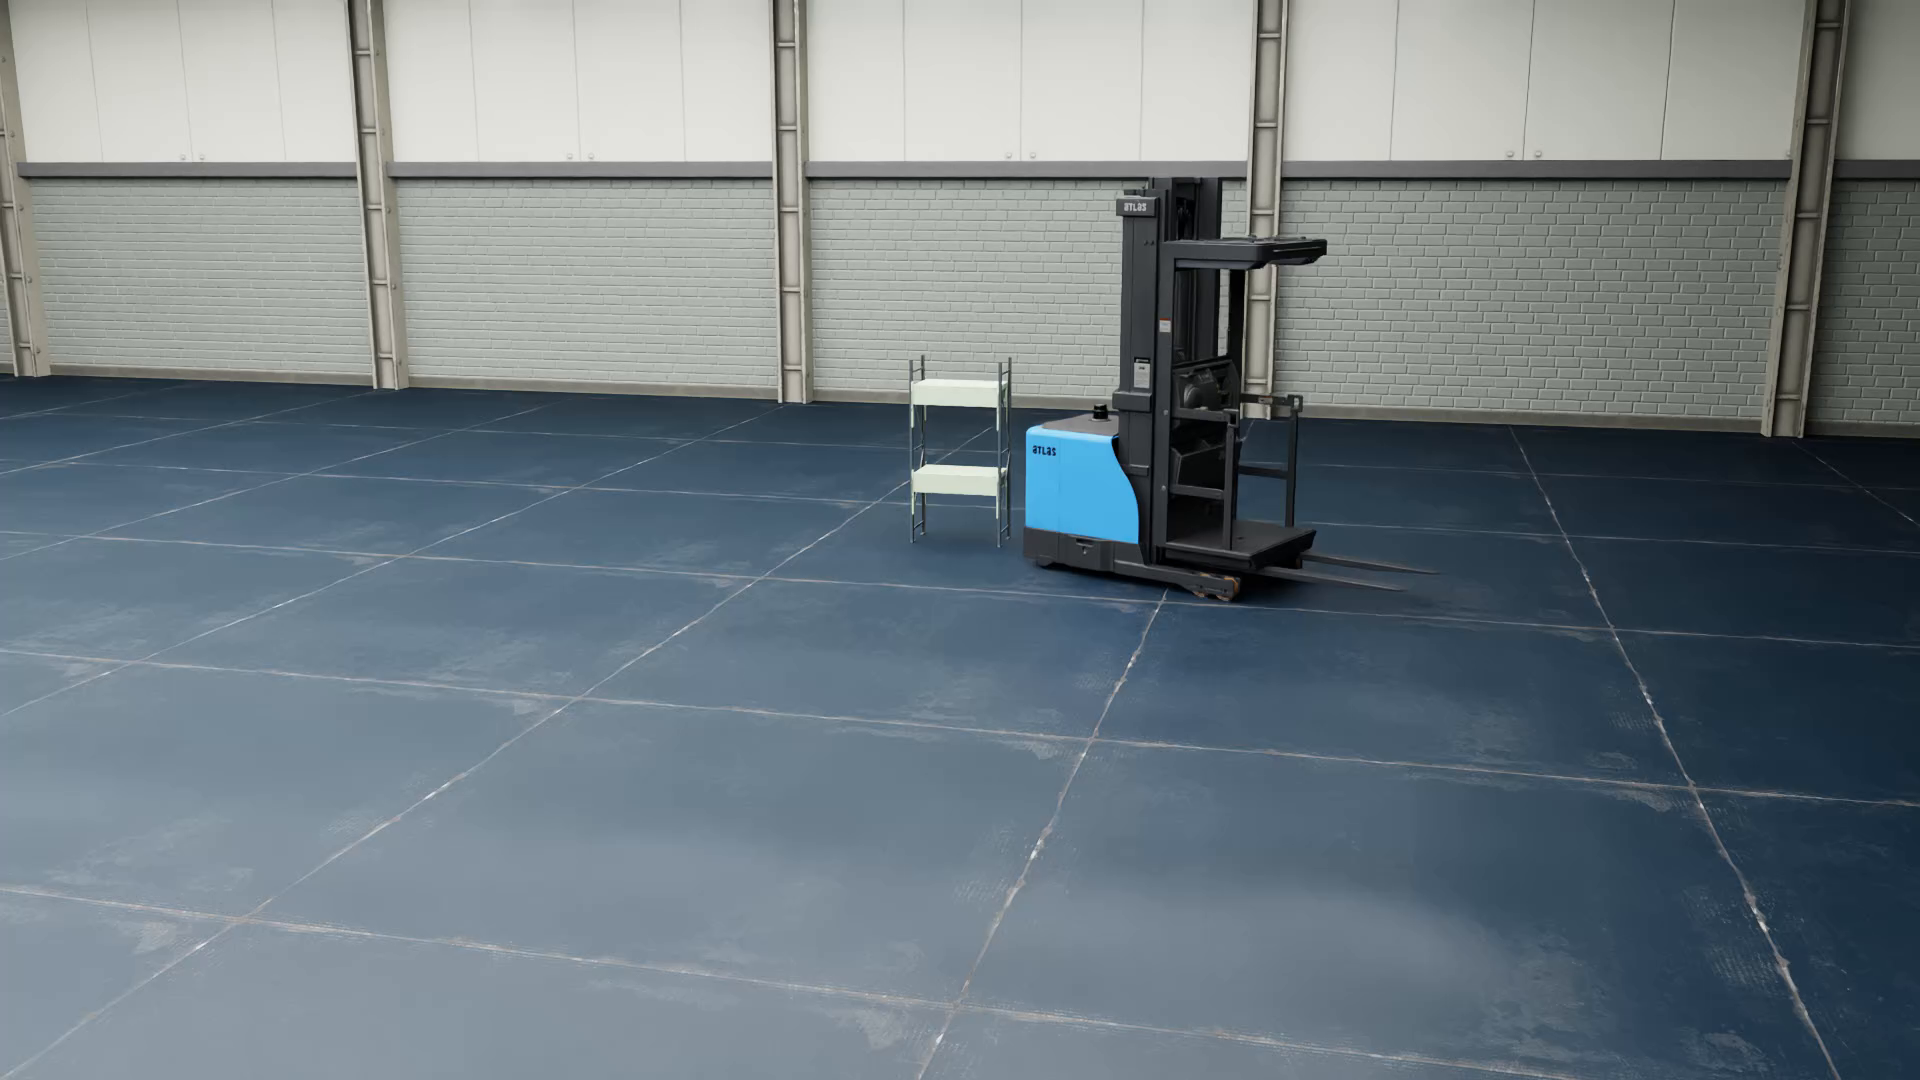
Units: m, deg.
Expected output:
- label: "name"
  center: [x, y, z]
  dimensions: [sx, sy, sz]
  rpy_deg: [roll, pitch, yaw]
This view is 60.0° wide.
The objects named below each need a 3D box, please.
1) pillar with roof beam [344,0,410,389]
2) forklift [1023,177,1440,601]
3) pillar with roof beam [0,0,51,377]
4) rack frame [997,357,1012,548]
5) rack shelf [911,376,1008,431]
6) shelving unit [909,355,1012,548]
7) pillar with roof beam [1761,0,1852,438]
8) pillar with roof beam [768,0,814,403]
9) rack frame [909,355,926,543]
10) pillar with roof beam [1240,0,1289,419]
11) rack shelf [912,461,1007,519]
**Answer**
- label: "pillar with roof beam"
  center: [-9.026, -5.632, 18.344]
  dimensions: [0.400, 9.000, 9.100]
  rpy_deg: [3, 13, 14]
- label: "forklift"
  center: [1.972, -1.129, 12.056]
  dimensions: [3.031, 2.935, 1.130]
  rpy_deg: [9, 16, 36]
- label: "pillar with roof beam"
  center: [-14.851, -5.944, 19.747]
  dimensions: [0.400, 9.000, 9.100]
  rpy_deg: [3, 13, 14]
- label: "rack frame"
  center: [0.362, -0.713, 13.484]
  dimensions: [0.023, 1.500, 0.400]
  rpy_deg: [3, 13, 14]
- label: "rack shelf"
  center: [0.006, -1.113, 13.485]
  dimensions: [0.720, 0.370, 0.431]
  rpy_deg: [3, 13, 14]
- label: "shelving unit"
  center: [0.006, -0.732, 13.570]
  dimensions: [0.755, 1.500, 0.431]
  rpy_deg: [3, 13, 14]
- label: "pillar with roof beam"
  center: [8.450, -4.698, 14.133]
  dimensions: [0.400, 9.000, 9.100]
  rpy_deg: [3, 13, 14]
- label: "pillar with roof beam"
  center: [-3.200, -5.321, 16.940]
  dimensions: [0.400, 9.000, 9.100]
  rpy_deg: [3, 13, 14]
- label: "rack frame"
  center: [-0.349, -0.751, 13.655]
  dimensions: [0.023, 1.500, 0.400]
  rpy_deg: [3, 13, 14]
- label: "pillar with roof beam"
  center: [2.625, -5.009, 15.537]
  dimensions: [0.400, 9.000, 9.100]
  rpy_deg: [3, 13, 14]
- label: "rack shelf"
  center: [0.006, -0.414, 13.640]
  dimensions: [0.720, 0.370, 0.431]
  rpy_deg: [3, 13, 14]
